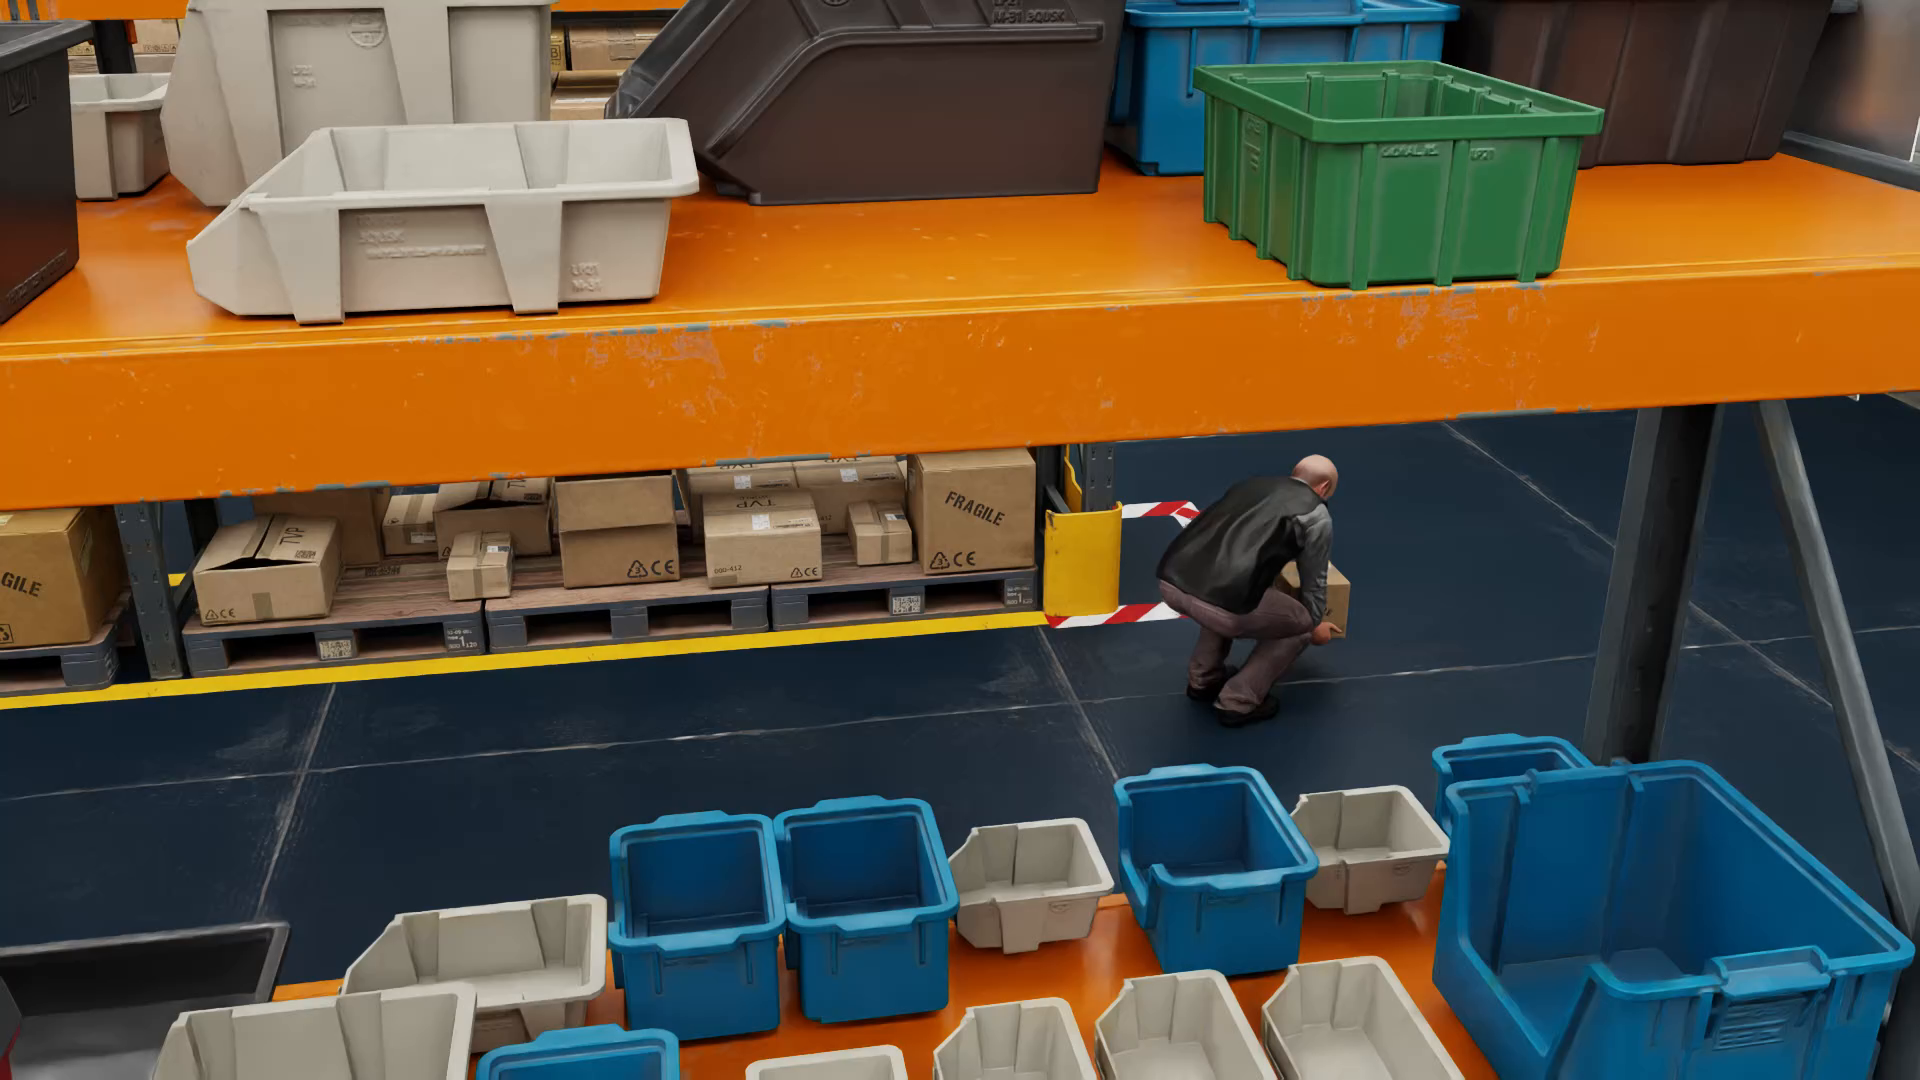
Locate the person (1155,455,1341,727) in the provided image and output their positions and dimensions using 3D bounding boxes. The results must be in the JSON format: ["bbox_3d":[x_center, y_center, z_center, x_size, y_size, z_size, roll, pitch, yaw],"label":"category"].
[{"bbox_3d":[1.196,0.193,6.668,0.937,0.950,0.503,-18,29,-35],"label":"person"}]
